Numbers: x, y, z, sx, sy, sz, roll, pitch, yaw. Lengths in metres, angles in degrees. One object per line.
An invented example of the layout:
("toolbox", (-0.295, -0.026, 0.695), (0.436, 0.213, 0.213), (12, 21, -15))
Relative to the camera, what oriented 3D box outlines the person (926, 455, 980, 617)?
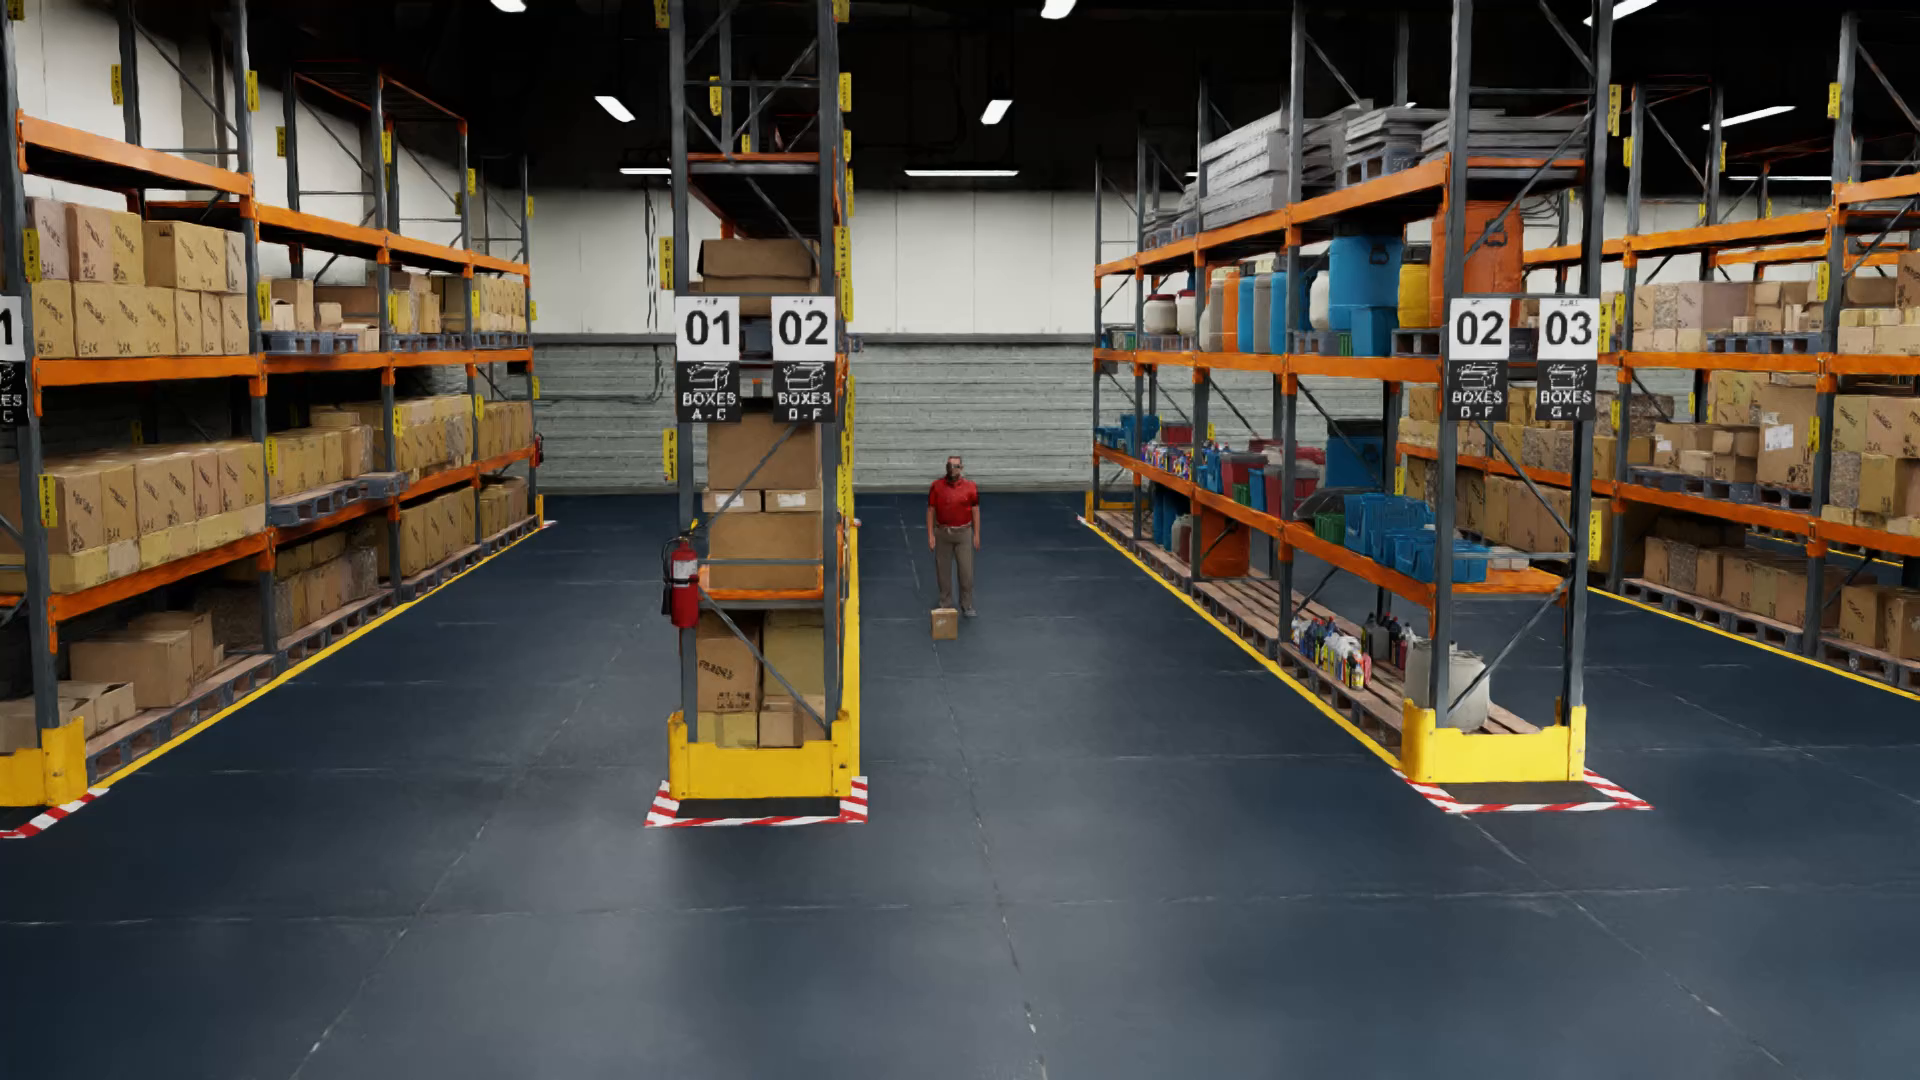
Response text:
("person", (-0.069, -0.040, 17.567), (0.570, 1.723, 0.415), (0, 7, 1))
